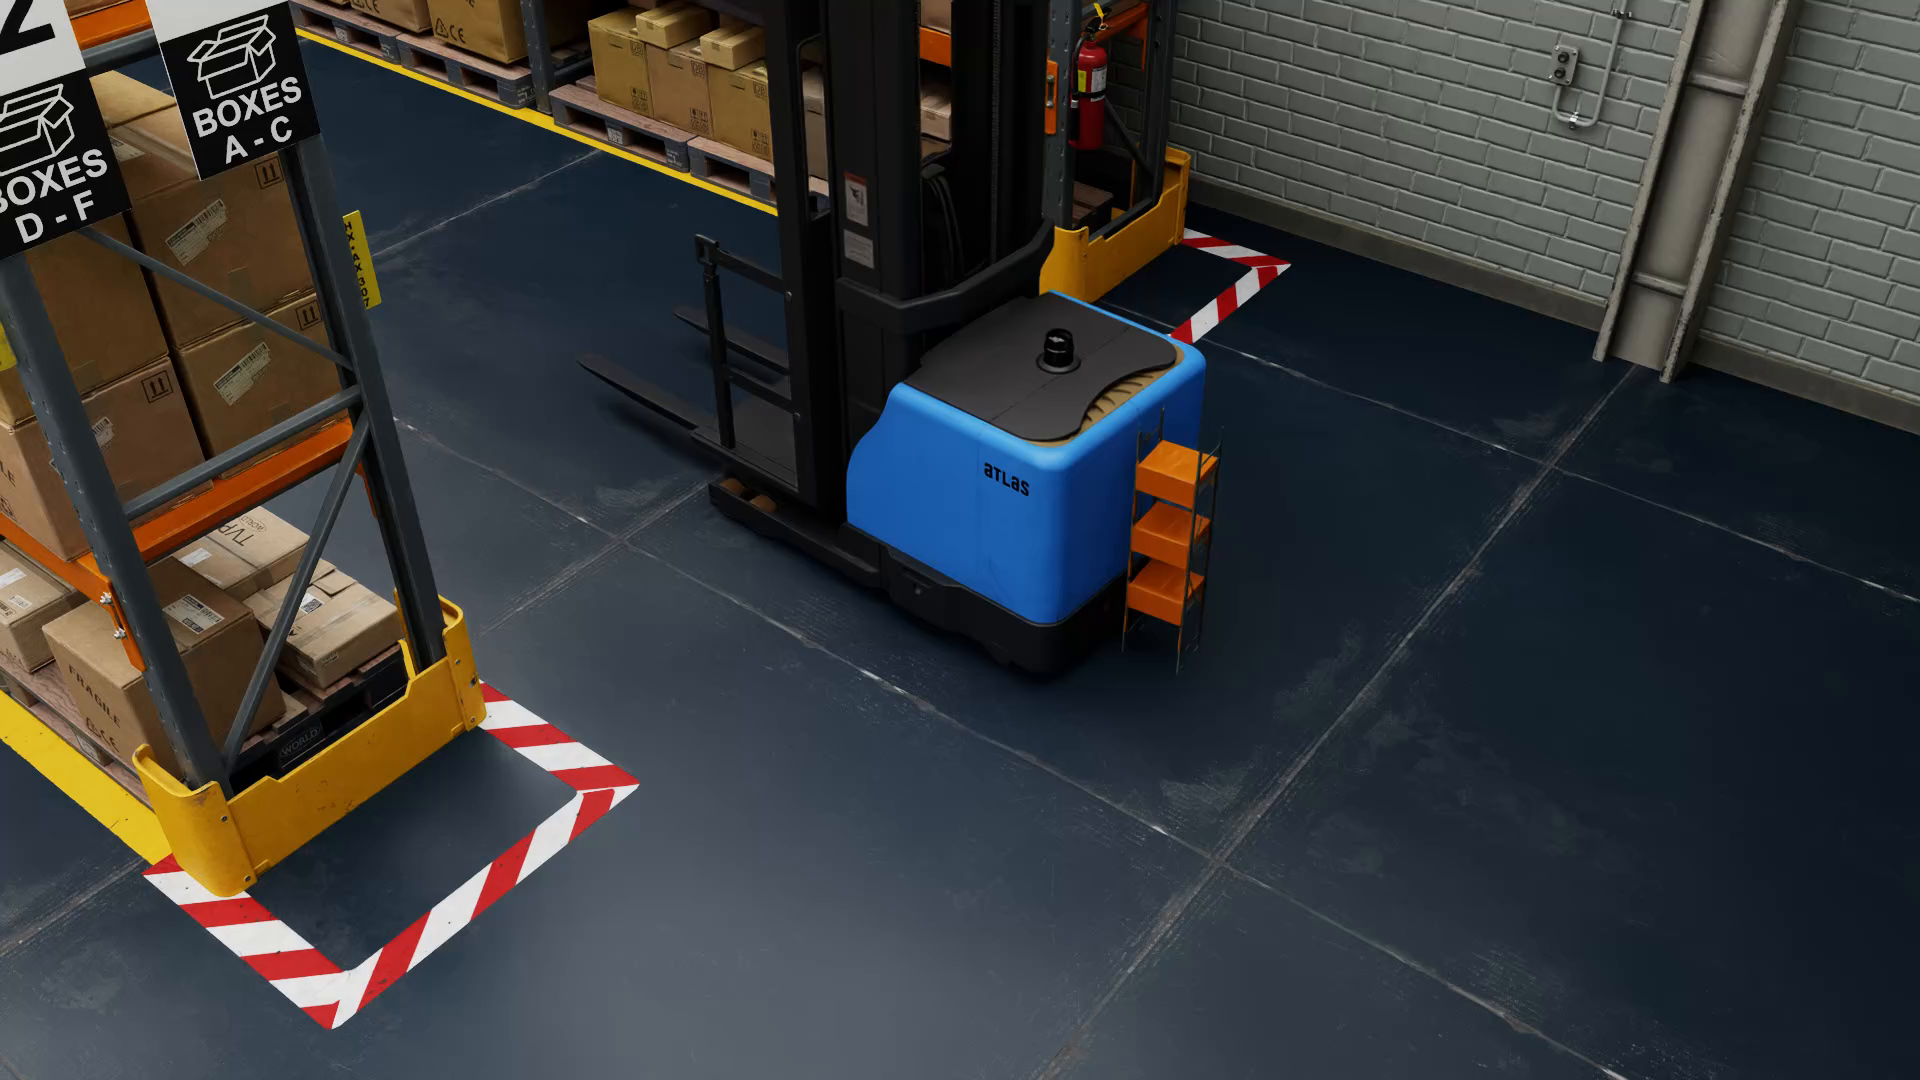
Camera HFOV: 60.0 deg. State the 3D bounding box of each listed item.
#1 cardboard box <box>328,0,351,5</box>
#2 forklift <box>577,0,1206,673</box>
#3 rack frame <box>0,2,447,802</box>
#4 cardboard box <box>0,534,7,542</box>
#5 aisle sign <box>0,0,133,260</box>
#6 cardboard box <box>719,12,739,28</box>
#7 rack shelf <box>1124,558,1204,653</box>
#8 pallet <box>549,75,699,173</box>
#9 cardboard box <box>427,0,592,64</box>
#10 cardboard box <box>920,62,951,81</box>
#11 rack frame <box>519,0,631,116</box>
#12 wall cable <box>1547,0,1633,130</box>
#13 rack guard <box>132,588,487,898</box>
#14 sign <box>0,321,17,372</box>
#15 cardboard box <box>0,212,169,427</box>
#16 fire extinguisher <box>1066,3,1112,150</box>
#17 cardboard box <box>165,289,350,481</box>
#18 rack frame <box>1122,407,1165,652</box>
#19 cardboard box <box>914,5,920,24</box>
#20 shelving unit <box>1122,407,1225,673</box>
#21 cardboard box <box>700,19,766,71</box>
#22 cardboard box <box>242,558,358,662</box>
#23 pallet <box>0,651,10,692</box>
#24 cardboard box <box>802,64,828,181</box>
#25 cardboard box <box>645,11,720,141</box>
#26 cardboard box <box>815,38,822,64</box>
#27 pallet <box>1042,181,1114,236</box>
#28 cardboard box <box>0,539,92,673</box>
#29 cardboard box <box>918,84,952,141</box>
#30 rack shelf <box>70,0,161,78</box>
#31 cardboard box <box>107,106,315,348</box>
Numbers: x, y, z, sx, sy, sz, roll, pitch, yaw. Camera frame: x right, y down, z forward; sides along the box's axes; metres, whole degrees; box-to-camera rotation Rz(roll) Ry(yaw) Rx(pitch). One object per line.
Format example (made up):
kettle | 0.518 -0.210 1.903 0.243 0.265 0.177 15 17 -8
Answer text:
cardboard box | -4.376 -4.335 11.757 0.750 0.750 0.750 25 44 28
forklift | -0.478 -1.403 6.665 3.031 2.935 1.130 28 46 31
rack frame | -2.224 -0.264 5.153 0.127 3.000 1.000 25 45 29
cardboard box | -3.906 -0.251 6.805 0.637 0.503 0.797 25 45 29
aisle sign | -2.356 -1.112 4.128 0.004 0.787 0.394 25 45 29
cardboard box | -1.228 -3.152 10.003 0.250 0.149 0.380 24 44 27
rack shelf | 0.808 0.247 6.546 0.240 0.259 0.215 21 42 25
pallet | -1.838 -2.768 10.614 1.213 0.211 1.003 25 45 29
cardboard box | -2.990 -3.687 10.930 0.750 0.750 0.750 26 45 29
cardboard box | -0.016 -2.581 9.274 0.250 0.149 0.380 25 45 29
rack frame | -2.395 -4.189 10.167 0.127 3.000 1.000 25 45 29
wall cable | 2.374 -3.074 7.919 1.851 1.984 0.084 25 45 29
rack guard | -2.284 0.692 5.960 0.348 0.500 1.175 25 45 29
sign | -2.577 -0.580 4.362 0.005 0.325 0.100 25 45 29
cardboard box | -2.745 -0.729 4.855 0.500 0.500 0.500 25 44 28
fire extinguisher | 0.622 -2.231 8.031 0.183 0.674 0.296 25 45 29
cardboard box | -2.416 -0.598 5.500 0.500 0.500 0.500 26 45 29
rack frame | 0.704 -0.022 6.424 0.008 1.050 0.200 21 42 25
cardboard box | -0.213 -3.262 8.740 0.700 0.700 0.980 25 44 28
shelving unit | 0.807 0.017 6.372 0.252 1.050 0.215 21 42 25
cardboard box | -1.287 -2.882 9.659 0.250 0.149 0.380 24 44 27
cardboard box | -2.546 0.260 6.426 0.250 0.166 0.380 25 45 29
pallet | -3.883 0.051 7.014 1.213 0.211 1.003 25 45 29
cardboard box | -0.632 -2.460 9.646 0.500 0.500 0.700 24 44 27
cardboard box | -1.466 -2.850 10.144 0.500 0.500 0.700 25 44 28
cardboard box | -0.622 -2.865 9.637 0.250 0.149 0.380 26 45 29
pallet | 0.100 -1.854 9.447 1.213 0.211 1.003 25 45 29
cardboard box | -3.542 0.192 6.445 0.500 0.250 0.500 25 45 29
cardboard box | -0.047 -2.299 8.914 0.250 0.149 0.380 25 44 28
rack shelf | -3.813 -1.910 5.407 4.000 0.370 1.077 25 45 29
cardboard box | -2.416 -0.992 5.192 0.500 0.500 0.500 27 45 30
